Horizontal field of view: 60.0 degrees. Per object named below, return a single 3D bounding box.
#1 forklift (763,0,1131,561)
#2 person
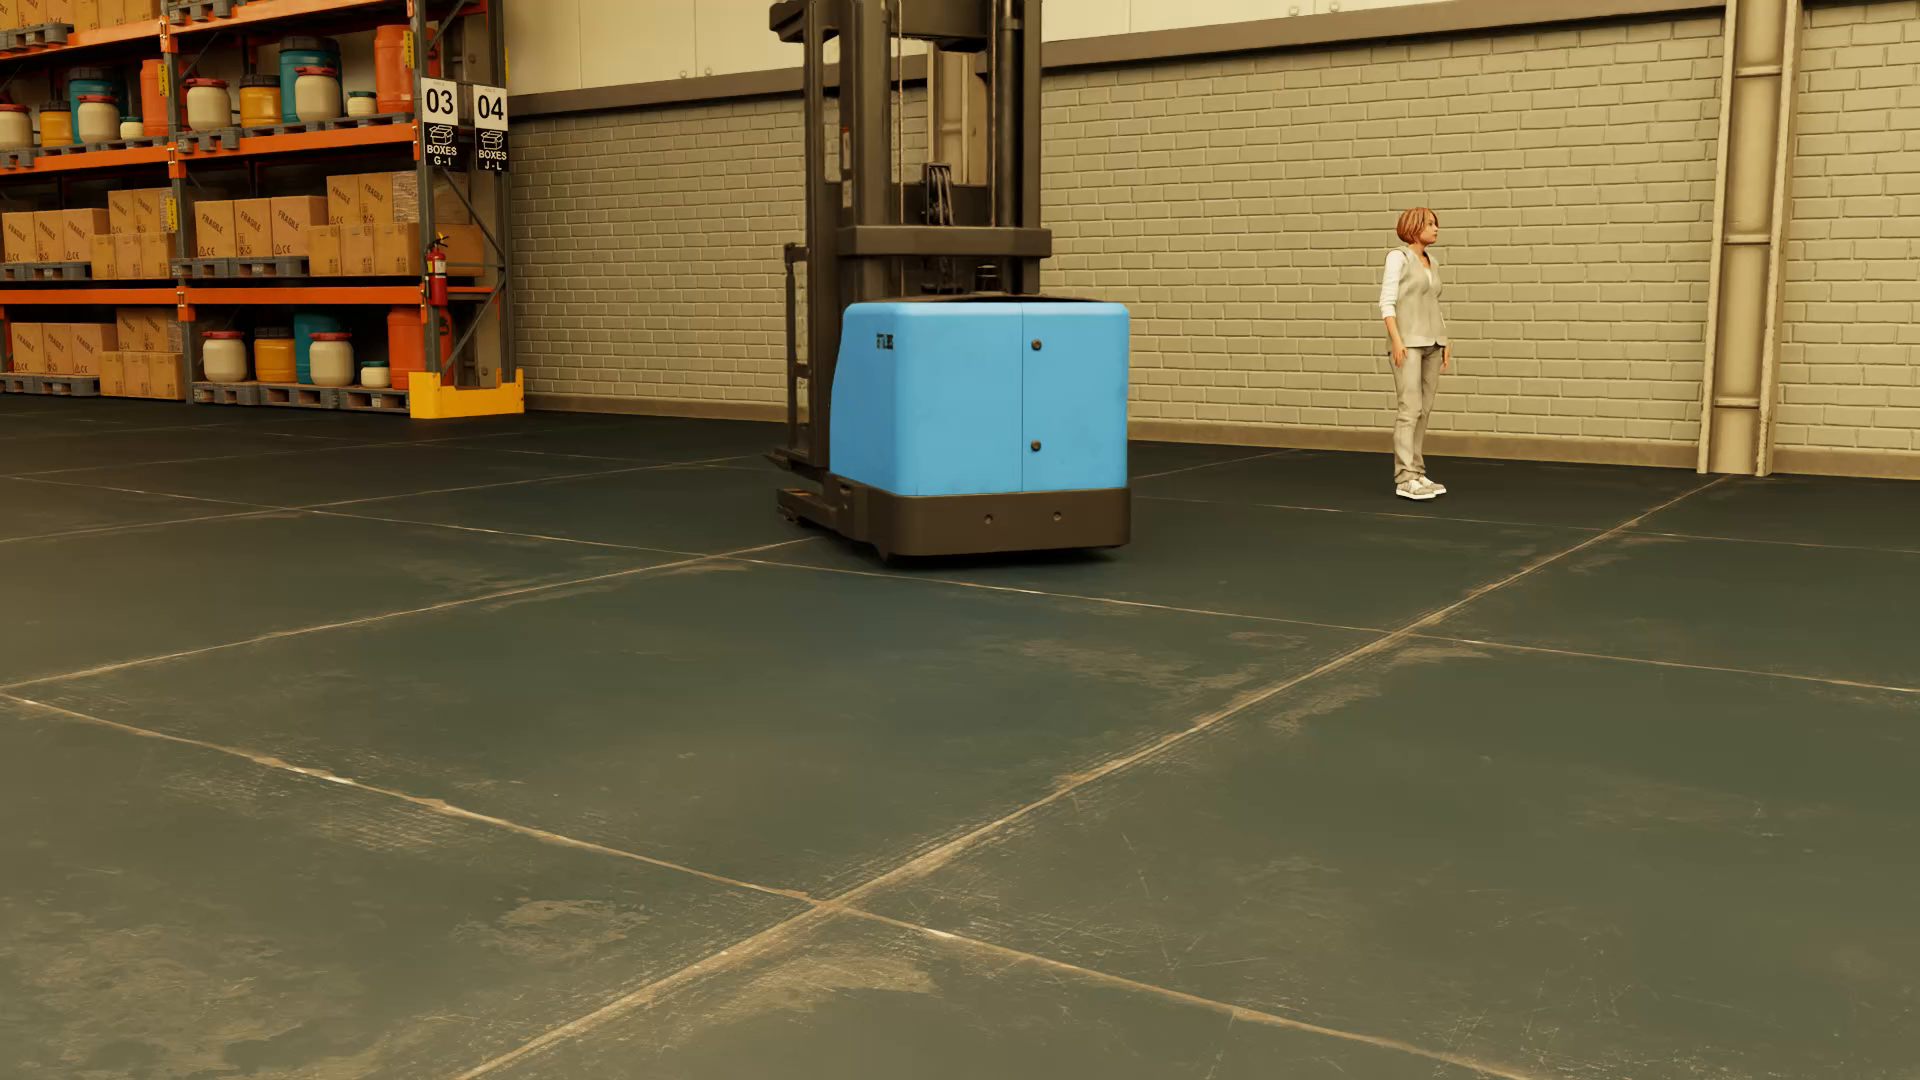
[{"bbox_3d":[-0.271,-1.536,7.993,1.130,2.935,3.031,-3,9,-20],"label":"forklift"},{"bbox_3d":[2.588,-1.045,9.228,0.518,1.597,0.476,-7,10,-39],"label":"person"}]
